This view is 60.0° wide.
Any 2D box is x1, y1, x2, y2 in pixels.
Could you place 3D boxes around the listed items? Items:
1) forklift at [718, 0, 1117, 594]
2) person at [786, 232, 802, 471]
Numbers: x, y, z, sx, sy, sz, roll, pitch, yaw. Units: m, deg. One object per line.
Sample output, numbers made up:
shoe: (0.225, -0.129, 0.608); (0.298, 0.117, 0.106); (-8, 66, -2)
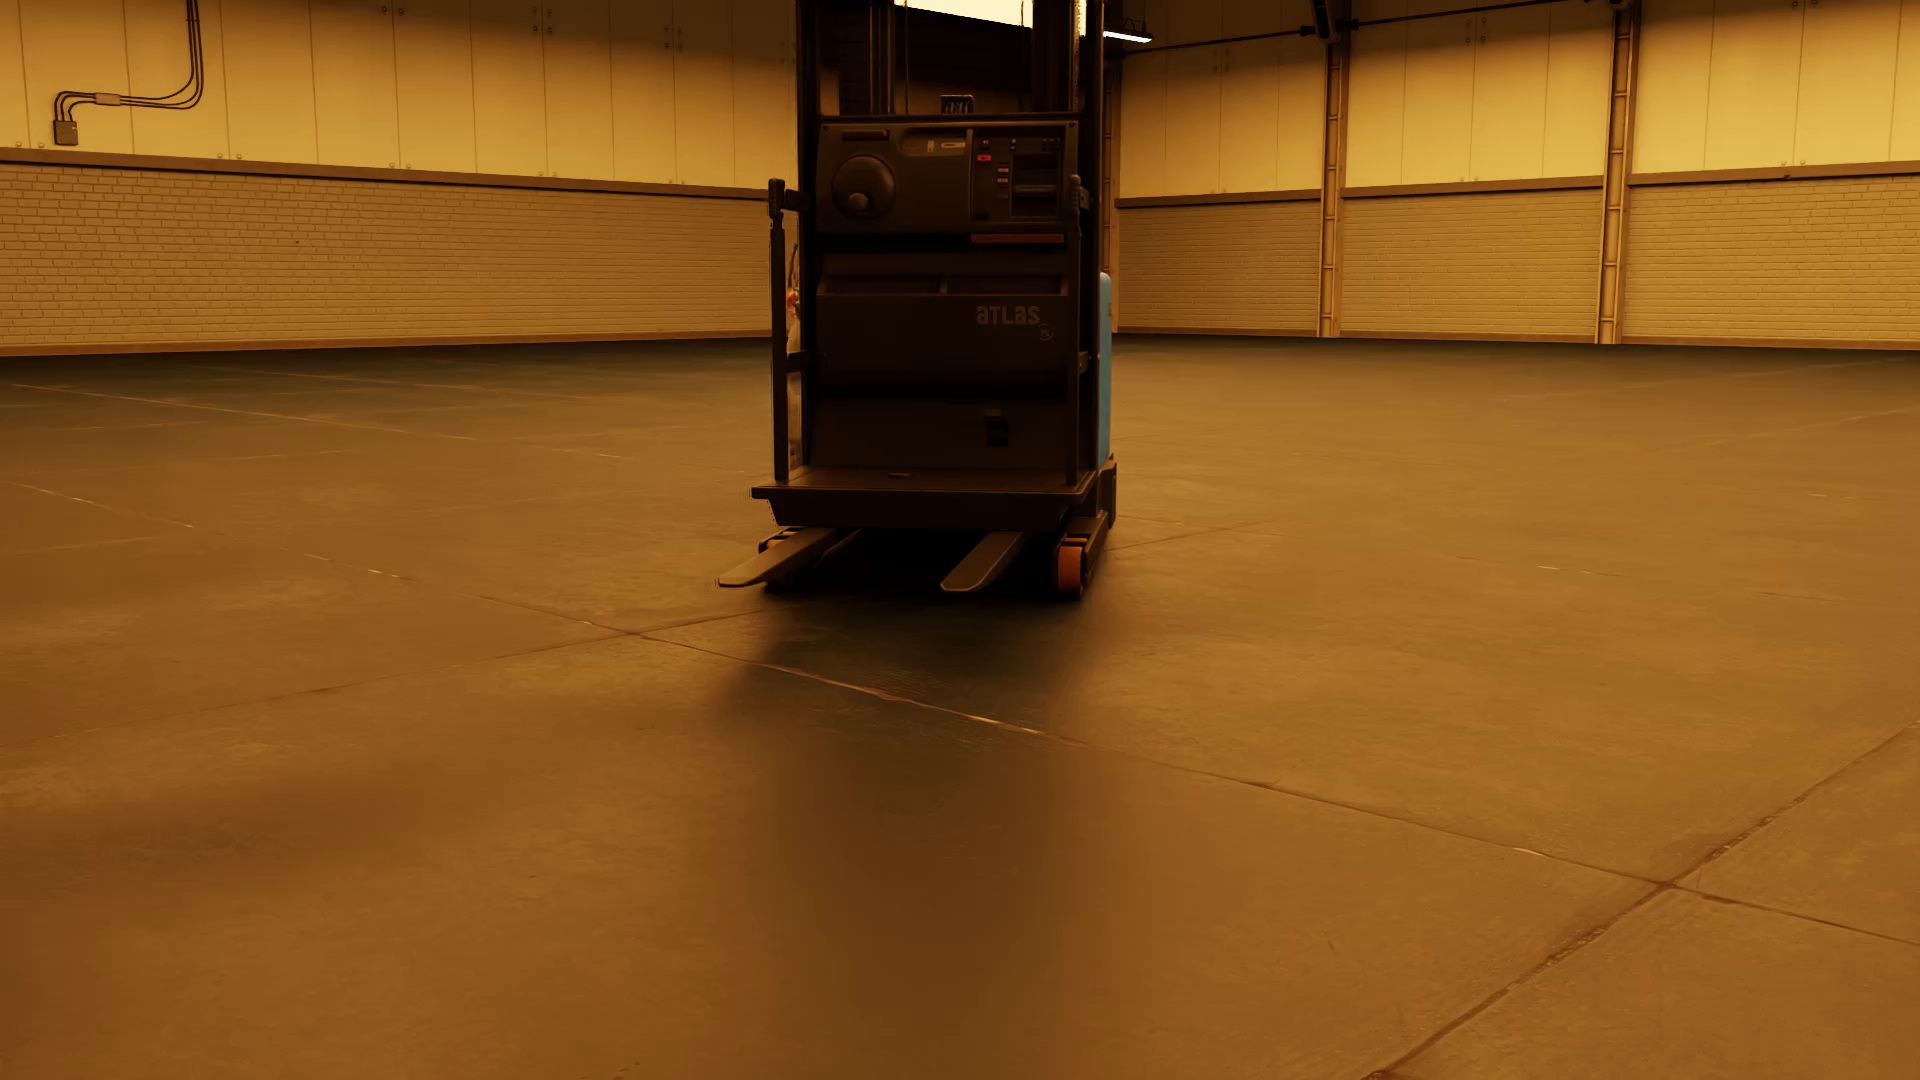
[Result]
forklift: (-0.078, -1.325, 5.672); (1.130, 2.935, 3.031); (1, 9, 9)
person: (-0.655, -1.124, 8.773); (0.798, 1.760, 0.631); (8, 12, 43)
